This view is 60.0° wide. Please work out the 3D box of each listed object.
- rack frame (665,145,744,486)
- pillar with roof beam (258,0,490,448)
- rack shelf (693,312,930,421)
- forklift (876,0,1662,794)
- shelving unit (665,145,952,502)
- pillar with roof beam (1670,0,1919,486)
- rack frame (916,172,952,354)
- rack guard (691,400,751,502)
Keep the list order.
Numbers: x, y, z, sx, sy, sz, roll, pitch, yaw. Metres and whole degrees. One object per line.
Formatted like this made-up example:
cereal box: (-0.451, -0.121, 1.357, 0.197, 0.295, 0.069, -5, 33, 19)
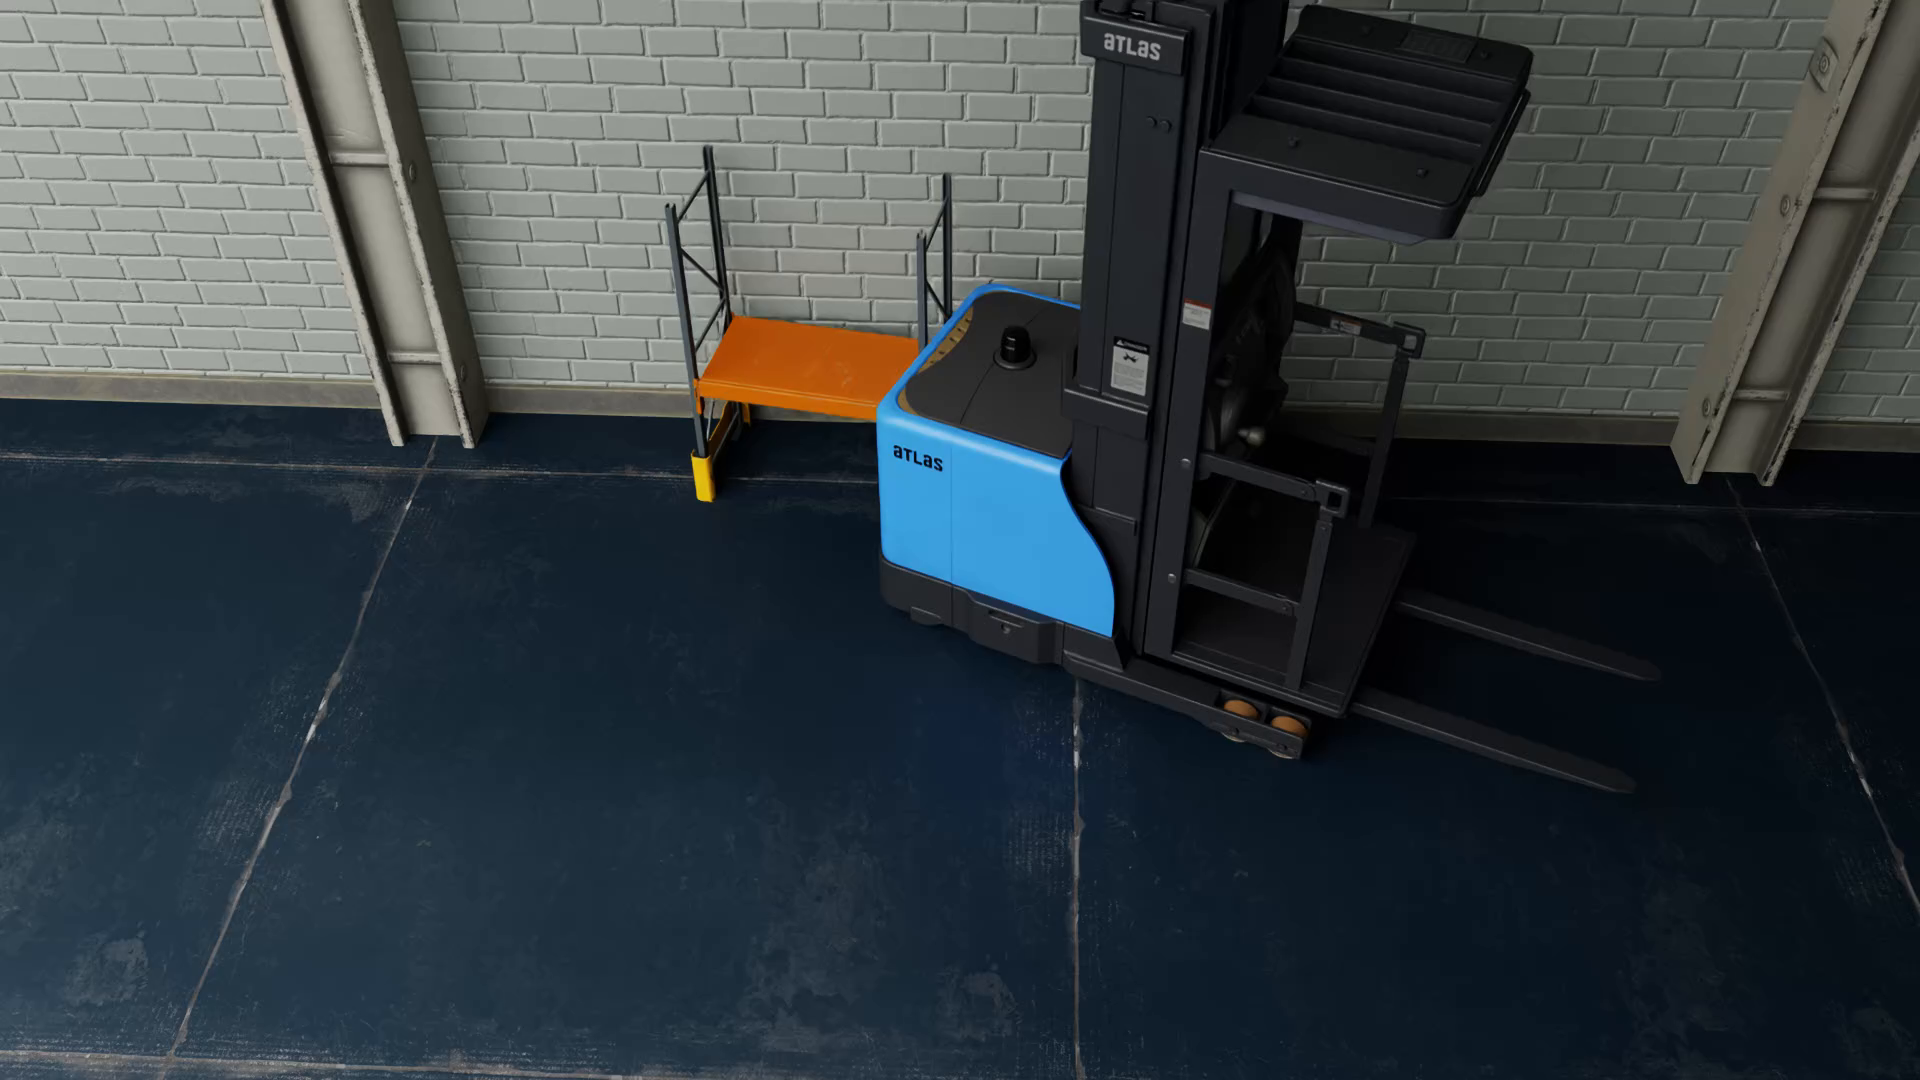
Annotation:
rack frame: (-1.094, -0.920, 7.223, 0.032, 1.500, 0.500, 8, 44, 9)
pillar with roof beam: (-2.658, -0.903, 1.703, 0.400, 9.000, 9.100, 2, 43, 2)
rack shelf: (-0.598, -0.715, 7.266, 1.000, 0.185, 0.538, 8, 44, 9)
forklift: (1.220, -0.645, 5.877, 3.031, 2.935, 1.130, 18, 46, 19)
shelving unit: (-0.607, -0.848, 7.145, 1.083, 1.500, 0.587, 8, 44, 9)
pillar with roof beam: (3.336, -0.719, 1.505, 0.400, 9.000, 9.100, 2, 43, 2)
rack frame: (-0.101, -0.772, 7.064, 0.032, 1.500, 0.500, 8, 44, 9)
rack guard: (-1.093, -0.463, 7.649, 0.087, 0.250, 0.587, 8, 44, 9)
